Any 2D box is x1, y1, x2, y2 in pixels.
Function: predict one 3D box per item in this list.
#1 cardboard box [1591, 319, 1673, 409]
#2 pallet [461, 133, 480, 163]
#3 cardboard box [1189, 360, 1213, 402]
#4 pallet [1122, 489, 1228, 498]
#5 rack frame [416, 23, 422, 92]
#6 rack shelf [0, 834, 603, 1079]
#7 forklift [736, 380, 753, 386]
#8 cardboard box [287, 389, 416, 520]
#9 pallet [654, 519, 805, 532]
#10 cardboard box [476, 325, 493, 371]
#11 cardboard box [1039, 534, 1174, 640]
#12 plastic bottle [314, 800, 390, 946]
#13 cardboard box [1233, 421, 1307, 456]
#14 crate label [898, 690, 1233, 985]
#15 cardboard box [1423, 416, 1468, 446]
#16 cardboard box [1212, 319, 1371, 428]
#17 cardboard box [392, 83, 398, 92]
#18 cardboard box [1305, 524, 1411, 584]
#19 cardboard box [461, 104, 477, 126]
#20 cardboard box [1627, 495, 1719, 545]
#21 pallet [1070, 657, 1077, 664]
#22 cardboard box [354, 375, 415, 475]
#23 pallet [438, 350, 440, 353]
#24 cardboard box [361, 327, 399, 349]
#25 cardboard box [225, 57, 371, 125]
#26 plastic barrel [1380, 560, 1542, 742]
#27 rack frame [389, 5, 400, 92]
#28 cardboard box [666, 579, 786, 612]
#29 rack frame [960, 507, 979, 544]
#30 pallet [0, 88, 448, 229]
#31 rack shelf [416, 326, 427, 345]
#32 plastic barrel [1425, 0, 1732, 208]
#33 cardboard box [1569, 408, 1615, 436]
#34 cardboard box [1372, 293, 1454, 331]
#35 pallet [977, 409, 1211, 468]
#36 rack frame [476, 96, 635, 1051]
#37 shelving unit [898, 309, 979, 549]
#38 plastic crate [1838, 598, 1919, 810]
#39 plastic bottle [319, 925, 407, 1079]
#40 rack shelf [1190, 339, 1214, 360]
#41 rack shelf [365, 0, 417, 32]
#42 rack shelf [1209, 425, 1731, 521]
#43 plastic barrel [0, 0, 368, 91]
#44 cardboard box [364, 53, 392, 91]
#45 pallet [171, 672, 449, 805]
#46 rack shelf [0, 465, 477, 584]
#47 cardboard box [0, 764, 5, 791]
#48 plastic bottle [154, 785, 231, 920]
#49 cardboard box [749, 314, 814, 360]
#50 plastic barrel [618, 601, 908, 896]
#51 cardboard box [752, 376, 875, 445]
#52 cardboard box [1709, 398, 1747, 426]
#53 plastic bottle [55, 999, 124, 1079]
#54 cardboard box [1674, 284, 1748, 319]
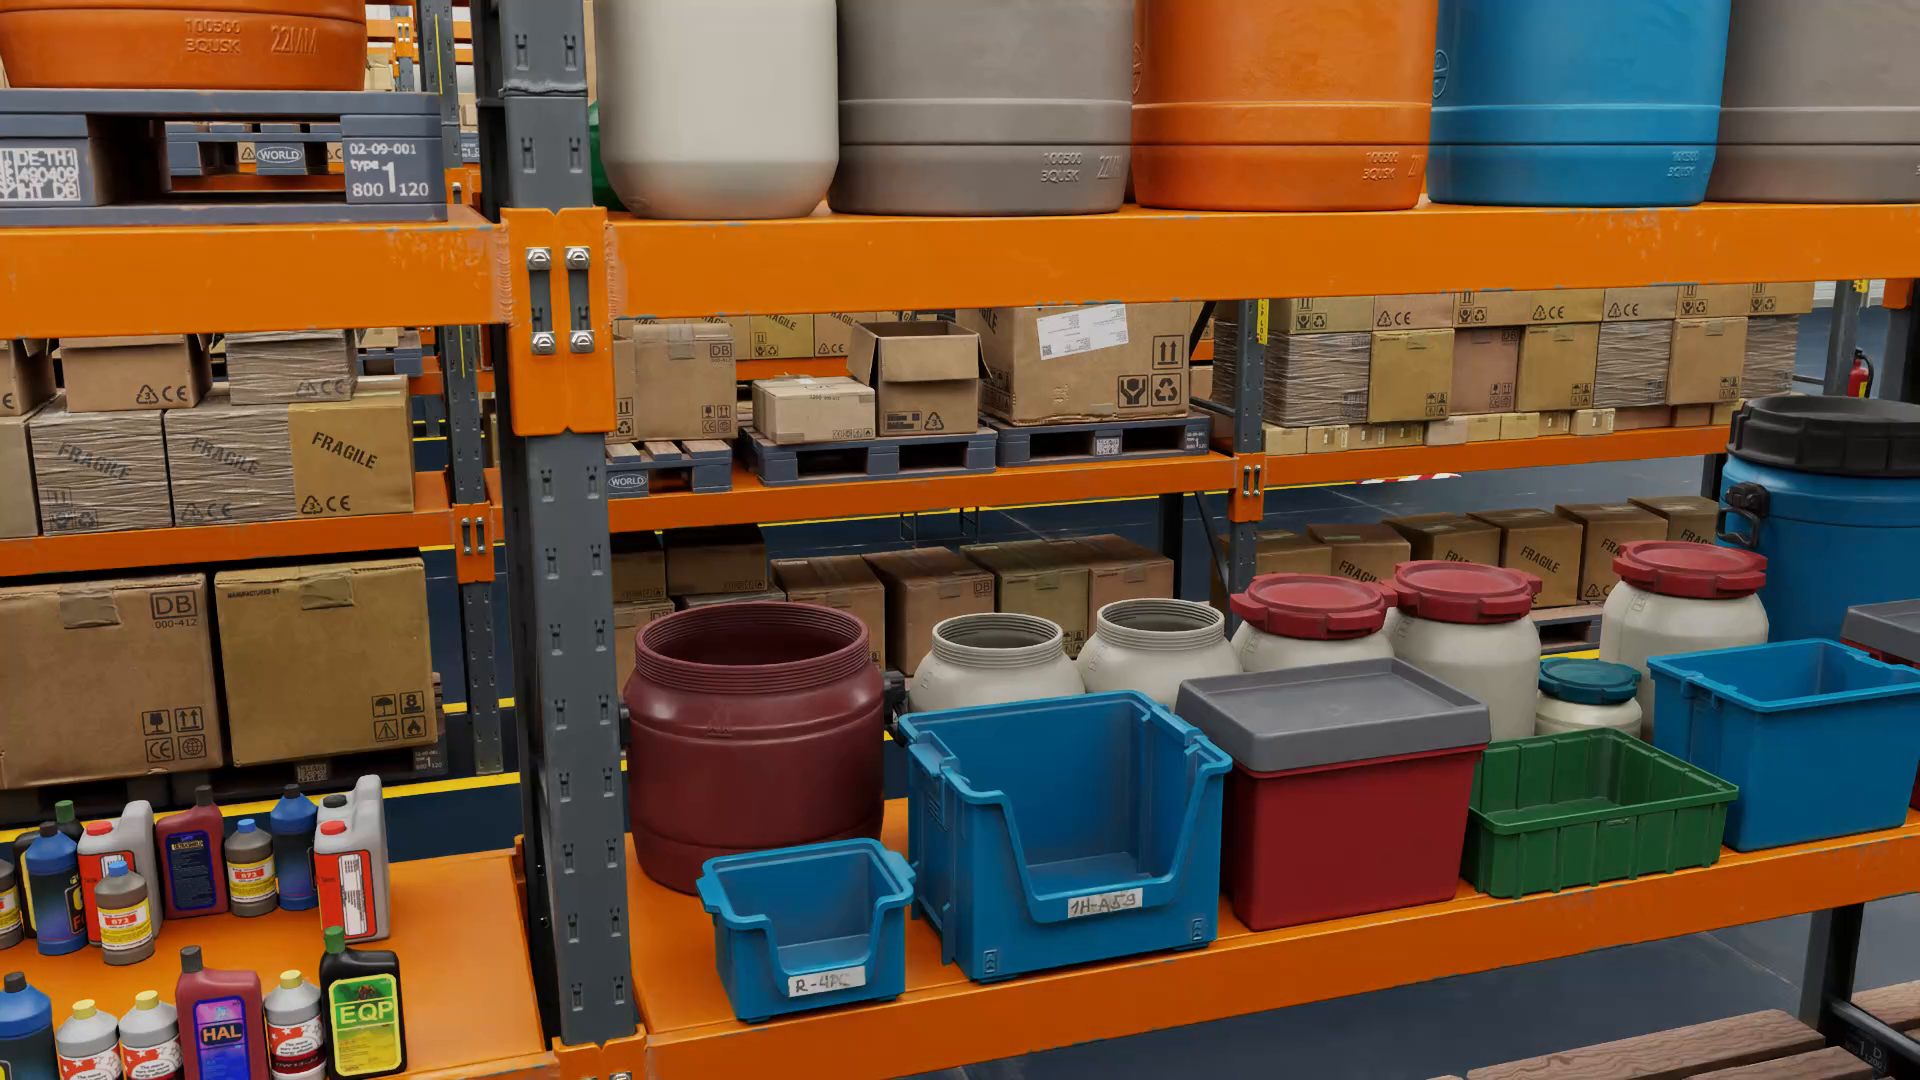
[{"bbox_3d":[3.731,-1.105,9.948,0.500,0.500,0.875,-4,14,-18],"label":"cardboard box"},{"bbox_3d":[-3.291,-2.968,12.566,1.003,0.211,1.213,-4,14,-15],"label":"pallet"},{"bbox_3d":[2.243,-1.173,14.776,0.875,0.875,0.875,-5,14,-19],"label":"cardboard box"},{"bbox_3d":[1.811,-0.610,14.752,1.213,0.211,1.003,-4,14,-18],"label":"pallet"},{"bbox_3d":[-3.884,-4.460,11.948,0.127,3.000,1.000,-4,14,-18],"label":"rack frame"},{"bbox_3d":[-2.714,1.137,2.934,4.000,0.370,1.077,-4,14,-18],"label":"rack shelf"},{"bbox_3d":[-2.446,-2.270,15.853,3.031,2.935,1.130,-7,15,-27],"label":"forklift"},{"bbox_3d":[-2.787,-0.404,7.645,0.500,0.500,0.500,-4,14,-16],"label":"cardboard box"},{"bbox_3d":[-1.959,-0.316,13.515,1.213,0.211,1.003,-4,14,-18],"label":"pallet"},{"bbox_3d":[-3.373,-1.564,12.521,0.500,0.500,0.500,-4,14,-17],"label":"cardboard box"},{"bbox_3d":[0.804,0.301,9.347,0.500,0.500,0.700,-6,14,-22],"label":"cardboard box"},{"bbox_3d":[-1.283,0.695,3.509,0.135,0.276,0.152,-4,14,-18],"label":"plastic bottle"},{"bbox_3d":[1.692,-0.569,9.097,0.250,0.149,0.380,-4,14,-18],"label":"cardboard box"},{"bbox_3d":[0.209,0.609,3.526,0.616,0.435,0.502,-4,14,-18],"label":"crate label"},{"bbox_3d":[2.646,-0.639,9.392,0.250,0.149,0.380,-4,14,-18],"label":"cardboard box"},{"bbox_3d":[1.839,-0.955,9.316,0.500,0.500,0.875,-4,14,-18],"label":"cardboard box"},{"bbox_3d":[-5.868,-4.273,16.512,0.637,0.503,0.797,-5,14,-22],"label":"cardboard box"},{"bbox_3d":[2.325,0.205,9.792,0.500,0.500,0.500,0,13,0],"label":"cardboard box"},{"bbox_3d":[-3.517,-3.121,12.220,0.250,0.149,0.380,-5,14,-20],"label":"cardboard box"},{"bbox_3d":[4.587,0.017,10.582,0.500,0.500,0.500,-2,14,-8],"label":"cardboard box"},{"bbox_3d":[0.655,0.673,9.359,1.213,0.211,1.003,-4,14,-18],"label":"pallet"},{"bbox_3d":[-2.946,-0.519,8.126,0.500,0.500,0.500,-4,14,-16],"label":"cardboard box"},{"bbox_3d":[-6.353,-2.404,22.293,1.213,0.211,1.003,-4,14,-18],"label":"pallet"},{"bbox_3d":[-4.205,-1.487,12.046,0.250,0.149,0.380,-4,14,-17],"label":"cardboard box"},{"bbox_3d":[-2.954,-2.100,7.374,0.637,0.503,0.797,-4,14,-15],"label":"cardboard box"},{"bbox_3d":[1.300,0.355,4.374,0.433,0.535,0.433,0,13,0],"label":"plastic barrel"},{"bbox_3d":[-7.146,-6.627,21.057,0.127,3.000,1.000,-4,14,-18],"label":"rack frame"},{"bbox_3d":[-1.248,0.458,8.686,0.500,0.500,0.700,-6,15,-23],"label":"cardboard box"},{"bbox_3d":[0.074,-1.027,12.424,0.015,2.100,0.400,-4,14,-18],"label":"rack frame"},{"bbox_3d":[-1.575,-0.693,2.999,1.213,0.211,1.003,-4,14,-18],"label":"pallet"},{"bbox_3d":[-7.455,-2.122,16.638,4.000,0.370,1.077,-4,14,-18],"label":"rack shelf"},{"bbox_3d":[1.320,-1.177,3.543,0.708,0.901,0.600,-4,14,-18],"label":"plastic barrel"},{"bbox_3d":[3.591,-0.715,9.708,0.250,0.149,0.380,-4,14,-18],"label":"cardboard box"},{"bbox_3d":[2.374,-1.436,9.179,0.500,0.500,0.500,-4,14,-18],"label":"cardboard box"},{"bbox_3d":[0.622,-0.624,9.198,1.213,0.211,1.003,-4,14,-18],"label":"pallet"},{"bbox_3d":[-0.819,0.640,3.471,0.127,3.000,1.000,-4,14,-18],"label":"rack frame"},{"bbox_3d":[-0.157,-1.009,12.348,0.503,2.100,0.431,-4,14,-18],"label":"shelving unit"},{"bbox_3d":[2.611,0.416,4.272,0.583,0.464,0.402,-4,14,-18],"label":"plastic crate"},{"bbox_3d":[-1.066,0.820,2.966,0.133,0.283,0.061,-4,14,-18],"label":"plastic bottle"},{"bbox_3d":[1.802,-1.635,14.587,4.000,0.370,1.077,-4,14,-18],"label":"rack shelf"},{"bbox_3d":[-5.780,-3.768,11.457,4.000,0.370,1.077,-4,14,-18],"label":"rack shelf"},{"bbox_3d":[3.288,-0.539,9.983,4.000,0.370,1.077,-4,14,-18],"label":"rack shelf"},{"bbox_3d":[-1.358,-1.191,2.852,0.708,0.830,0.600,-4,14,-18],"label":"plastic barrel"},{"bbox_3d":[-4.185,-3.335,11.830,0.258,0.266,0.396,-4,14,-18],"label":"cardboard box"},{"bbox_3d":[-3.170,0.952,8.185,1.213,0.211,1.003,-4,14,-18],"label":"pallet"},{"bbox_3d":[-4.294,0.051,7.500,4.000,0.370,1.077,-4,14,-18],"label":"rack shelf"},{"bbox_3d":[-4.743,0.560,7.489,0.875,0.875,1.225,-5,14,-20],"label":"cardboard box"},{"bbox_3d":[-1.658,0.672,3.588,0.133,0.283,0.061,-4,14,-18],"label":"plastic bottle"},{"bbox_3d":[-1.461,-1.714,13.150,0.500,0.500,0.500,-4,14,-17],"label":"cardboard box"},{"bbox_3d":[-0.475,0.473,3.879,0.708,0.536,0.600,-4,14,-18],"label":"plastic barrel"},{"bbox_3d":[-0.737,-0.651,8.315,0.500,0.250,0.500,-5,14,-20],"label":"cardboard box"},{"bbox_3d":[4.522,-0.800,10.068,0.250,0.149,0.380,-4,14,-18],"label":"cardboard box"},{"bbox_3d":[-1.492,0.889,2.854,0.097,0.201,0.097,0,13,0],"label":"plastic bottle"},{"bbox_3d":[4.269,-1.584,9.799,0.500,0.500,0.500,-4,14,-18],"label":"cardboard box"}]
